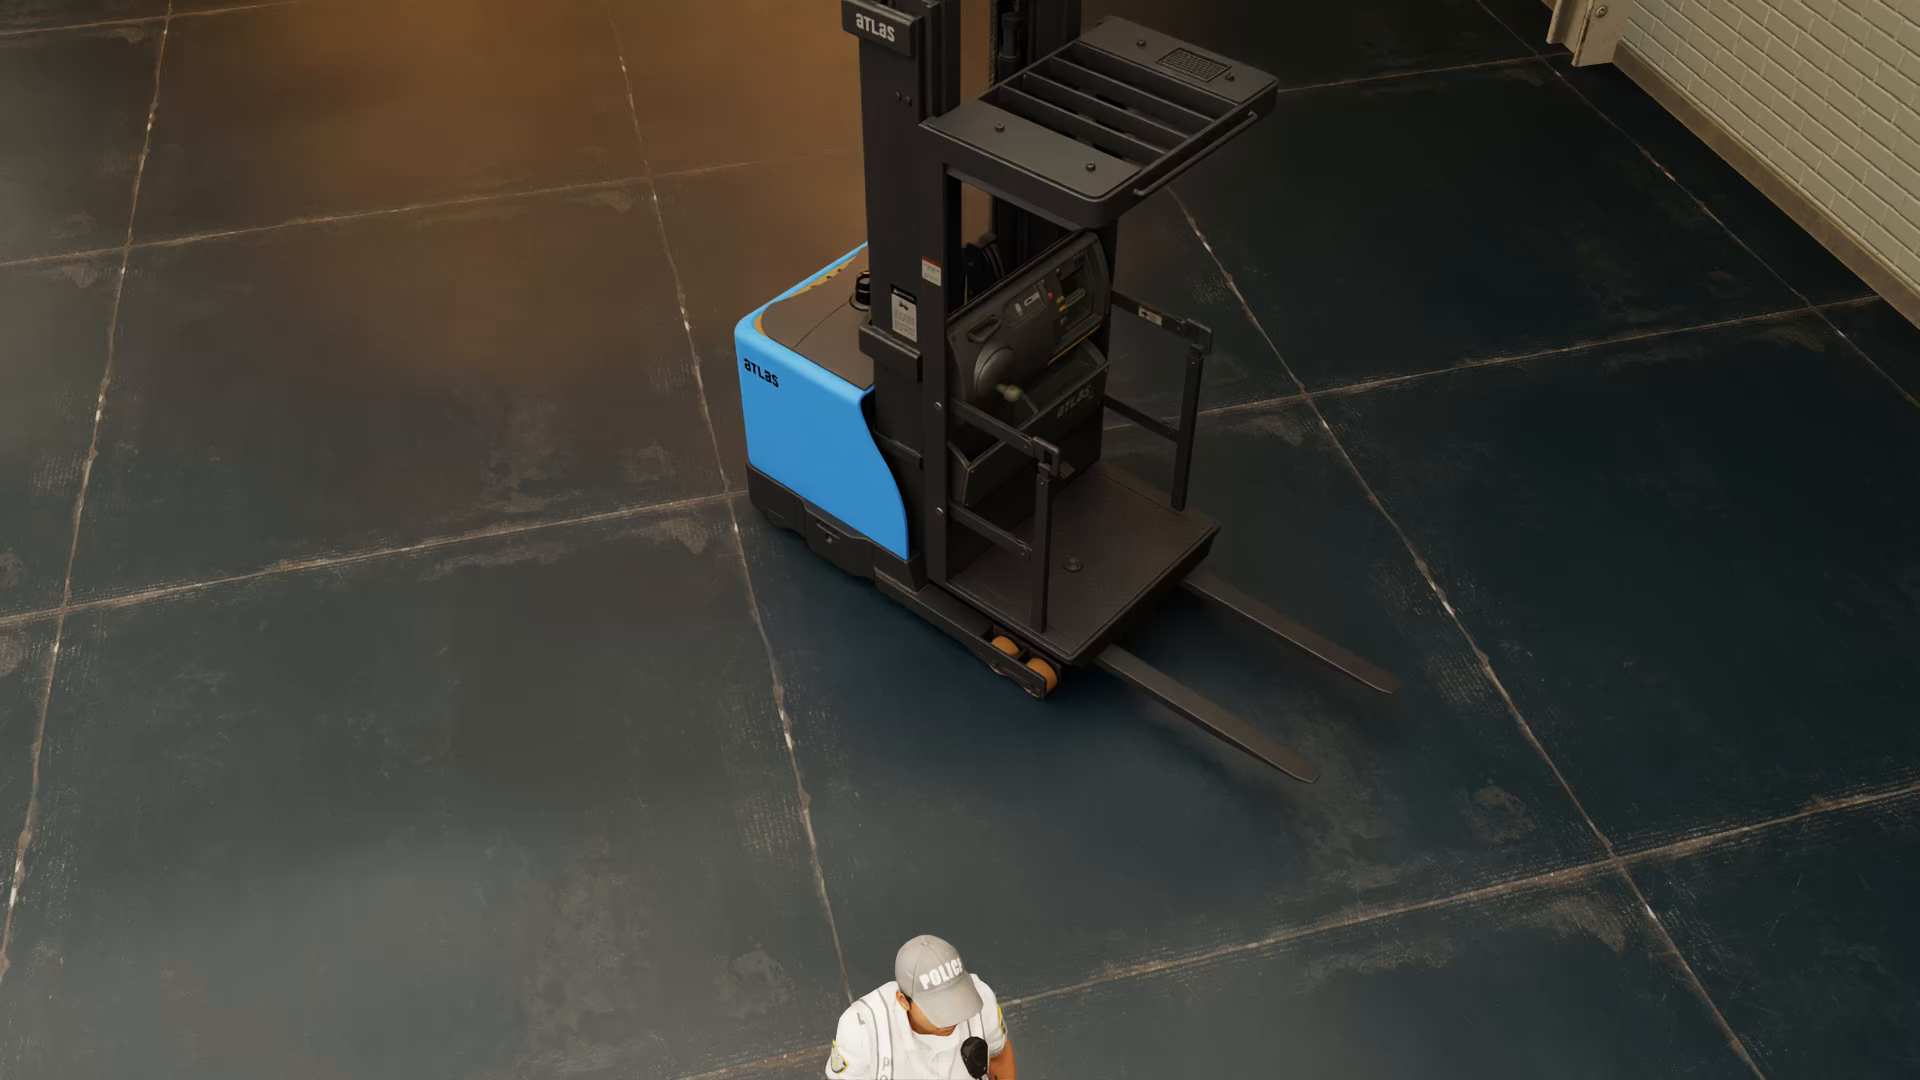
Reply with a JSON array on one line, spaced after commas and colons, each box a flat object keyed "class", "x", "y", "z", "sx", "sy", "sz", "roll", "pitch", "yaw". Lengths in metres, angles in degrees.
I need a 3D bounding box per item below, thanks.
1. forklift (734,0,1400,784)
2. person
[{"class": "forklift", "x": 0.445, "y": -0.811, "z": 6.503, "sx": 3.031, "sy": 2.935, "sz": 1.130, "roll": 31, "pitch": 51, "yaw": 28}, {"class": "person", "x": -0.090, "y": 1.747, "z": 4.708, "sx": 0.598, "sy": 1.670, "sz": 0.530, "roll": -14, "pitch": 45, "yaw": -14}]
